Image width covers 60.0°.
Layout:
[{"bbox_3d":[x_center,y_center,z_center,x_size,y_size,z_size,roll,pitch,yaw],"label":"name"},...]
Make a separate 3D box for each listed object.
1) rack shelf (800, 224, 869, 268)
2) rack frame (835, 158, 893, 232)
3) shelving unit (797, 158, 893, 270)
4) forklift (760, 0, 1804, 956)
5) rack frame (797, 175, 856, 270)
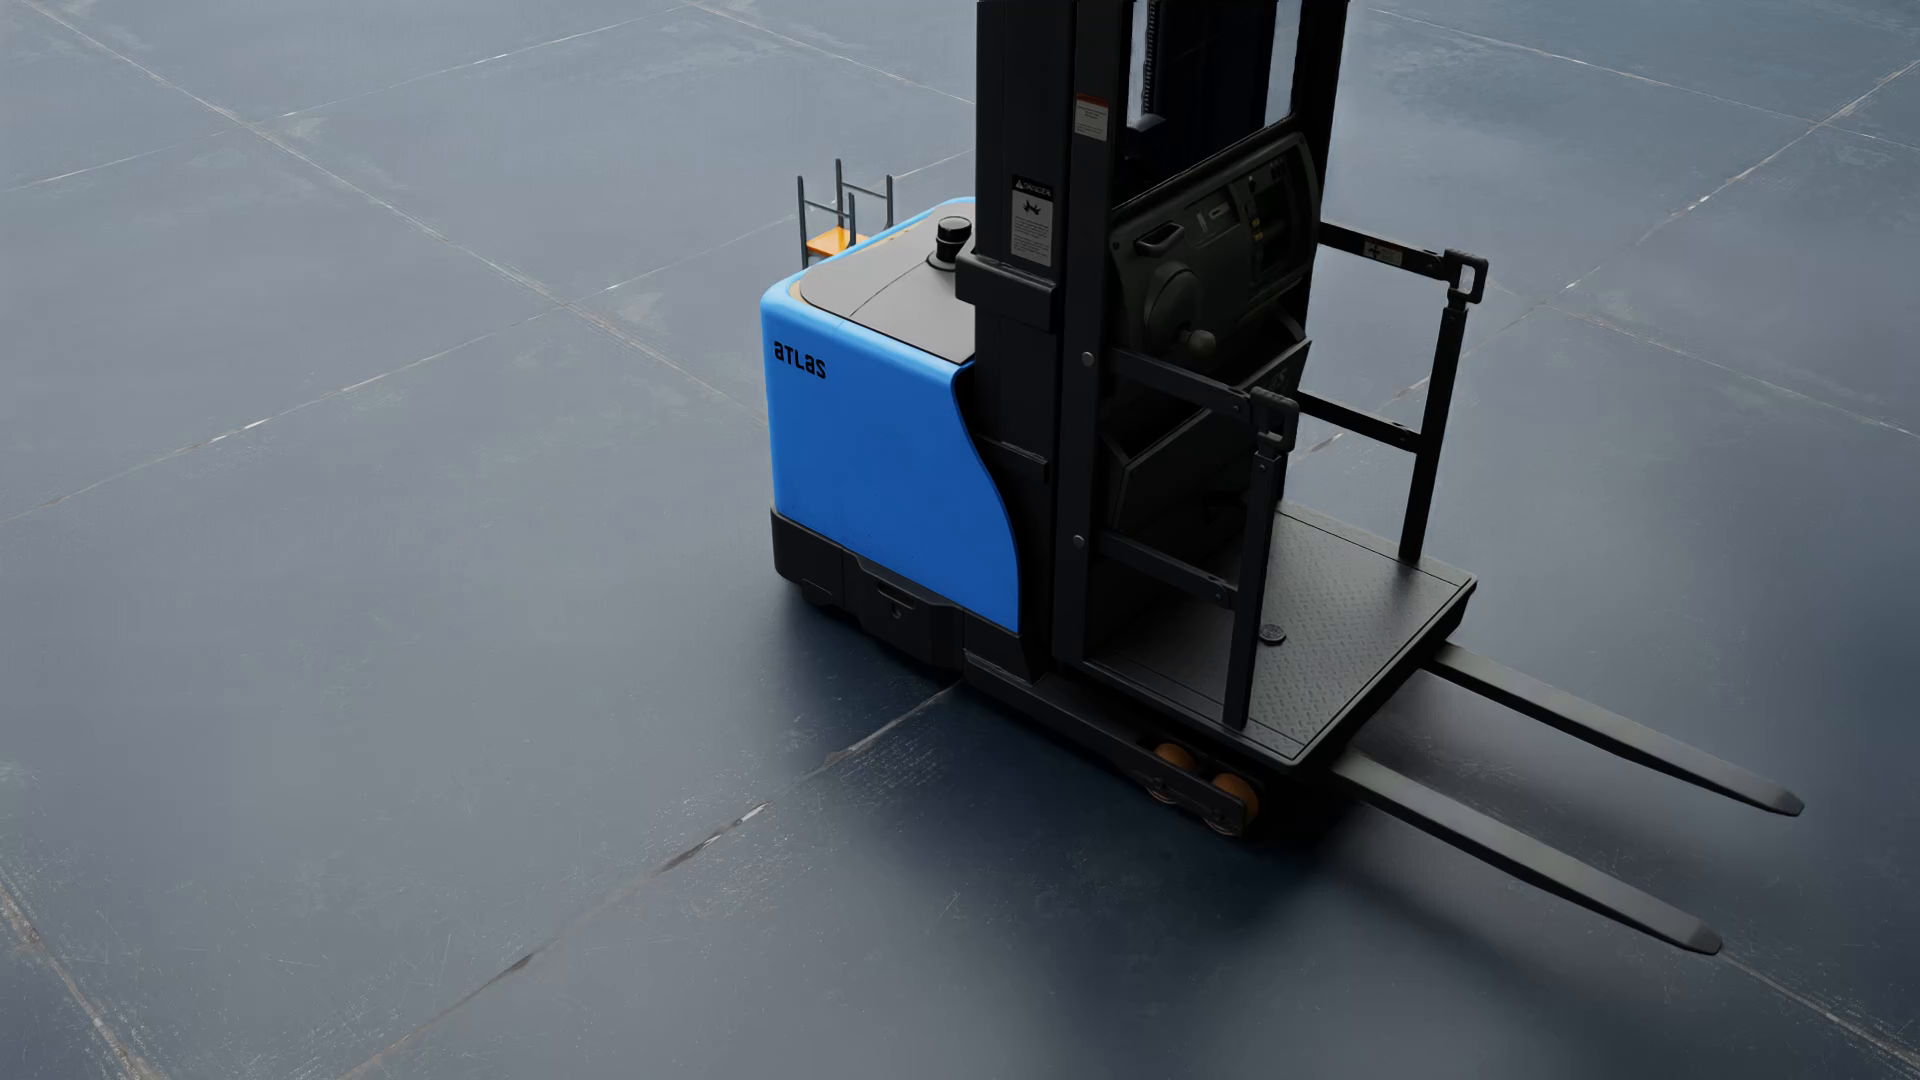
[{"bbox_3d":[-0.369,-0.933,5.488,0.258,0.103,0.180,24,42,31],"label":"rack shelf"},{"bbox_3d":[-0.313,-0.716,5.727,0.240,1.200,0.006,24,42,31],"label":"rack frame"},{"bbox_3d":[-0.369,-0.675,5.668,0.258,1.200,0.189,24,42,31],"label":"shelving unit"},{"bbox_3d":[0.842,-0.734,4.240,3.031,2.935,1.130,25,42,32],"label":"forklift"},{"bbox_3d":[-0.426,-0.634,5.610,0.240,1.200,0.006,24,42,31],"label":"rack frame"}]
